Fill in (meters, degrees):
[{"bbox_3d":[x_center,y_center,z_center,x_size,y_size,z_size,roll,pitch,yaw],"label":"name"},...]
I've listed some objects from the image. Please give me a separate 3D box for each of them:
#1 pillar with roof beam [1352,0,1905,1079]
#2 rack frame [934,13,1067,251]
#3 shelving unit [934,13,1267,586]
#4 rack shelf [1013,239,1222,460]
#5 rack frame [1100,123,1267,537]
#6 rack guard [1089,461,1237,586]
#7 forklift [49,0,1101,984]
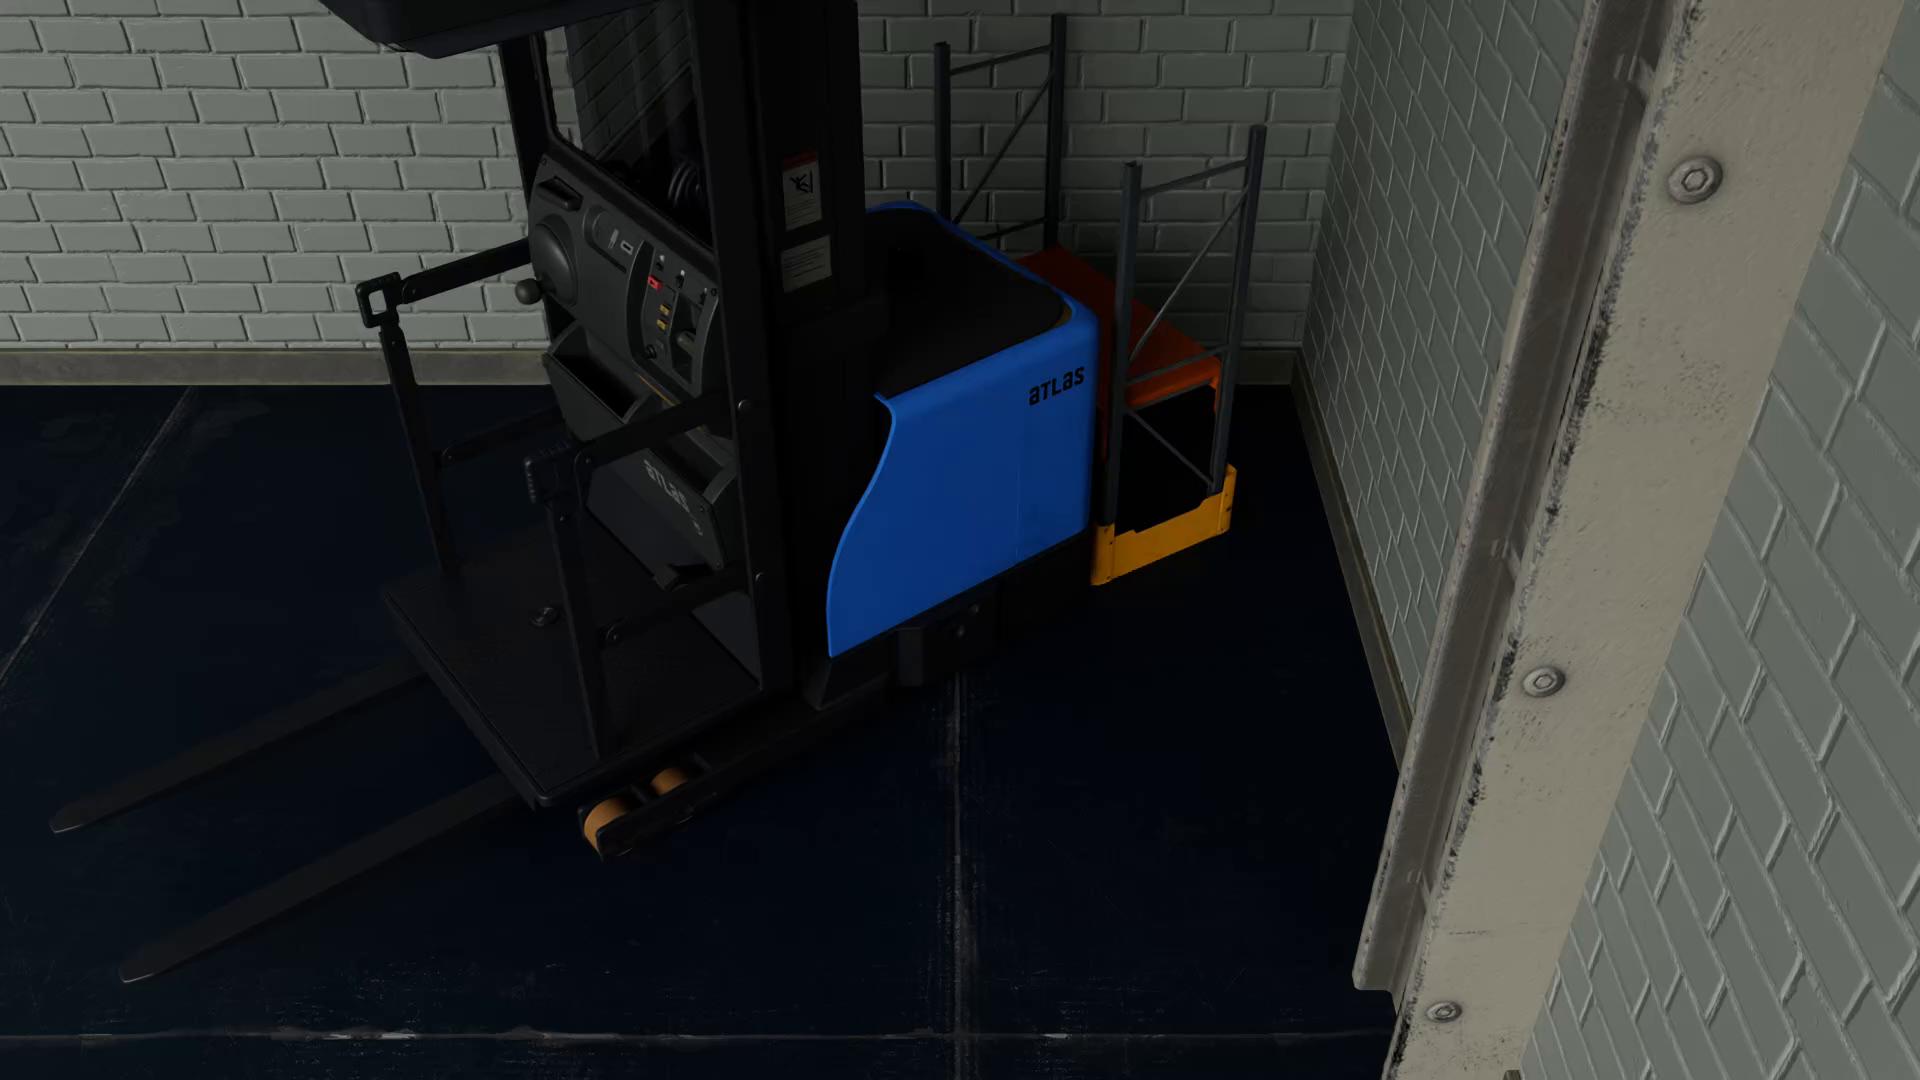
[{"bbox_3d":[-3.128,-2.259,1.372,9.100,9.000,0.400,0,39,0],"label":"pillar with roof beam"},{"bbox_3d":[0.136,-1.084,5.903,0.500,1.500,0.032,-22,43,-25],"label":"rack frame"},{"bbox_3d":[0.412,-0.810,5.562,0.587,1.500,1.083,-22,43,-25],"label":"shelving unit"},{"bbox_3d":[0.407,-0.675,5.680,0.538,0.185,1.000,-22,43,-25],"label":"rack shelf"},{"bbox_3d":[0.679,-0.546,5.232,0.500,1.500,0.032,-22,43,-25],"label":"rack frame"},{"bbox_3d":[0.678,-0.059,5.624,0.587,0.250,0.087,-22,43,-25],"label":"rack guard"},{"bbox_3d":[-1.044,-0.636,4.200,3.031,2.935,1.130,-26,45,-29],"label":"forklift"}]
